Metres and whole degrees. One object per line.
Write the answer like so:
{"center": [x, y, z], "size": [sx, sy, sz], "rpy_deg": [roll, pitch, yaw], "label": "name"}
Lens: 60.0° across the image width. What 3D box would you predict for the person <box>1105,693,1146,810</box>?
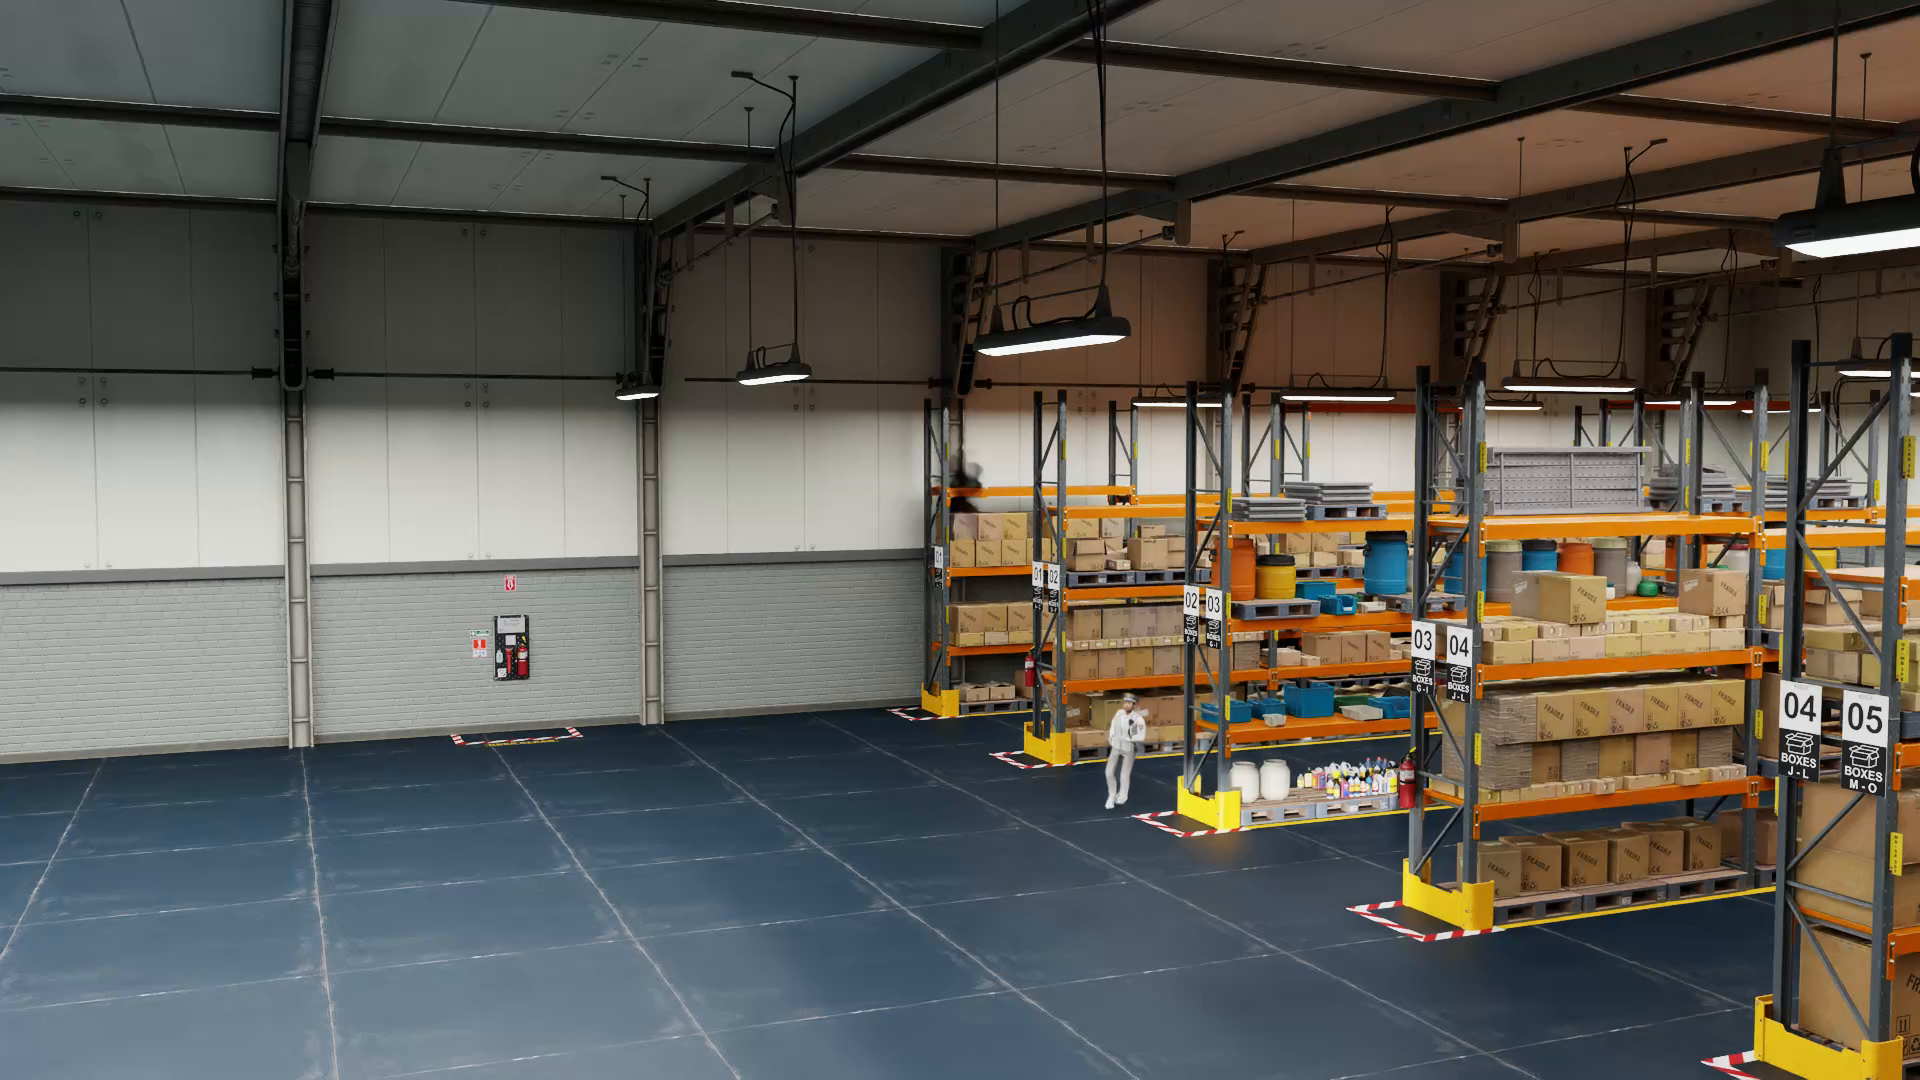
{"center": [2.348, 2.970, 23.353], "size": [0.602, 1.708, 0.611], "rpy_deg": [2, 4, 28], "label": "person"}
